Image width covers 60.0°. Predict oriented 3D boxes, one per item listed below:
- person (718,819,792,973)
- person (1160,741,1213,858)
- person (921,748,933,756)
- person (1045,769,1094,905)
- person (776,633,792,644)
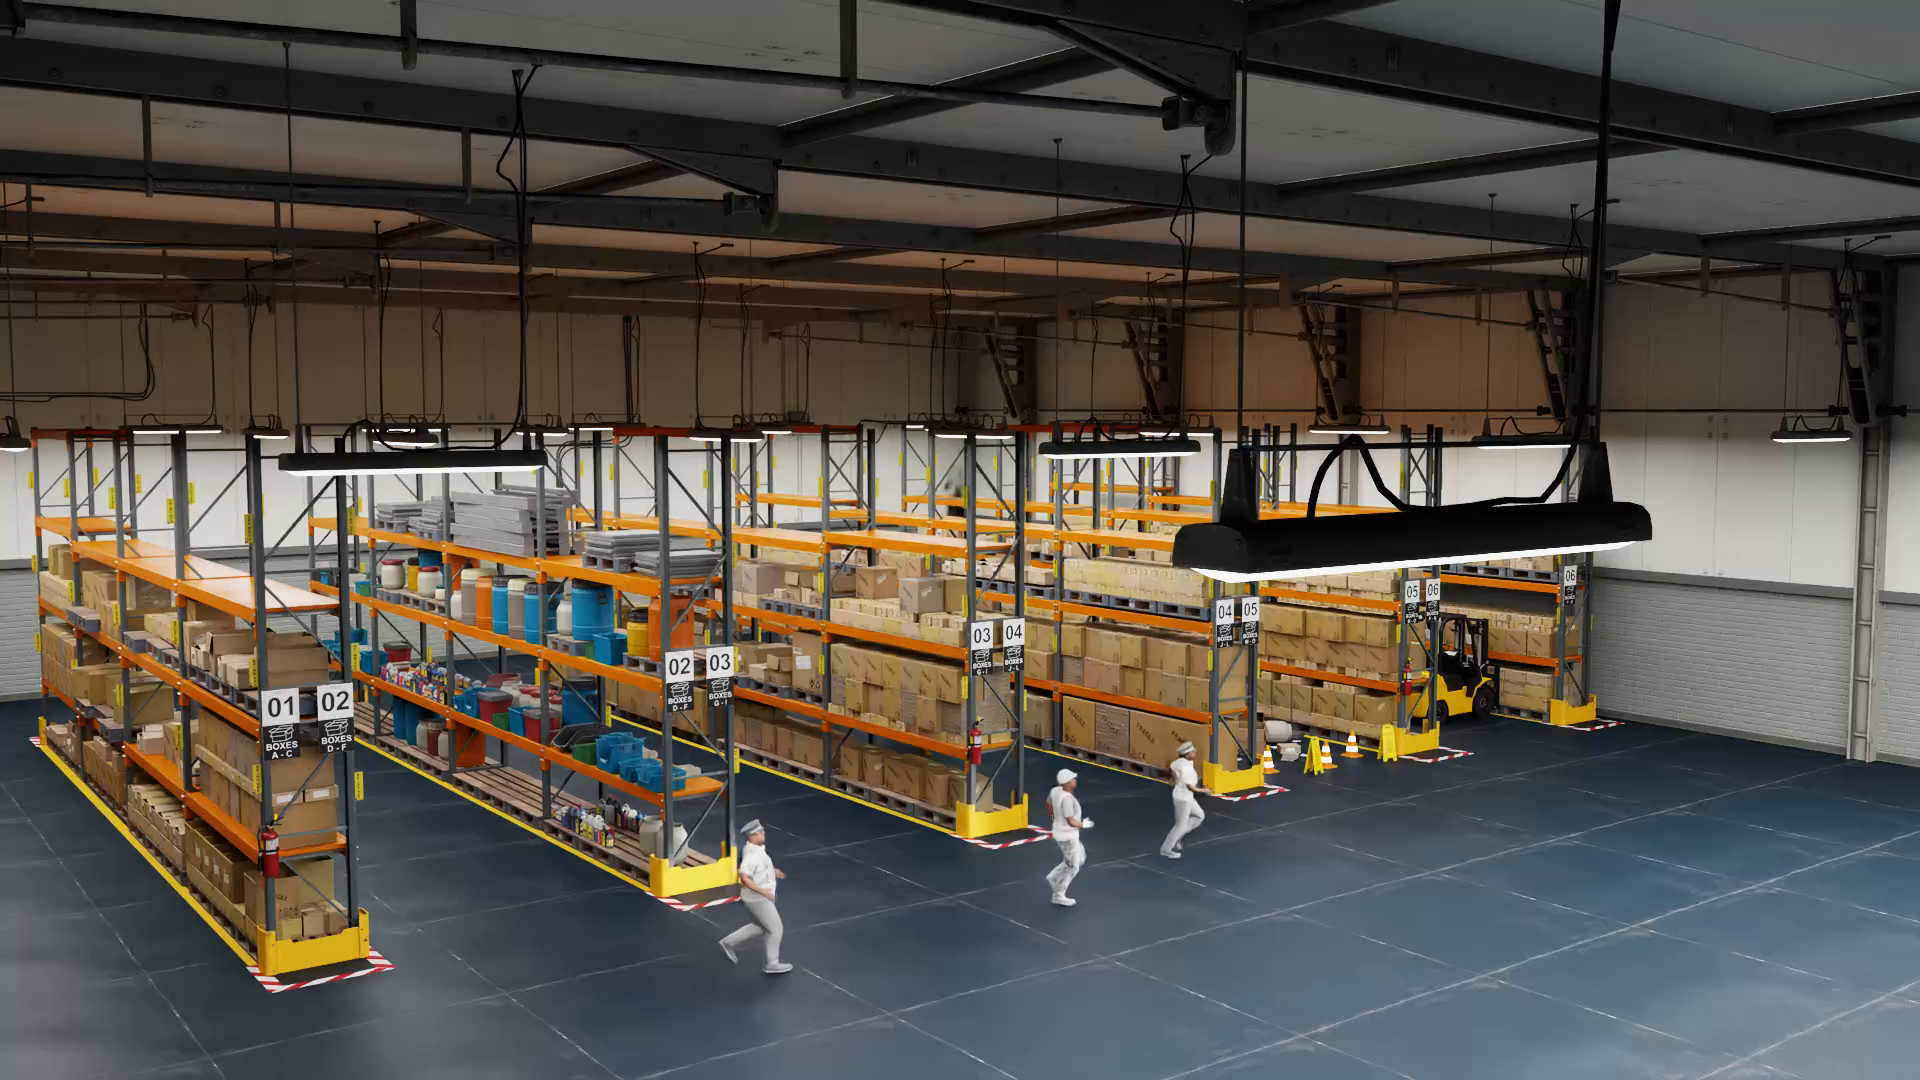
[{"bbox_3d":[-2.289,3.992,18.656,0.802,1.741,0.675,-1,5,-10],"label":"person"},{"bbox_3d":[3.199,3.649,23.533,0.738,1.655,0.603,0,4,4],"label":"person"},{"bbox_3d":[-0.838,3.042,30.818,0.627,1.778,1.136,-4,6,-42],"label":"person"},{"bbox_3d":[1.405,3.783,21.259,0.572,1.745,0.739,-1,5,-9],"label":"person"},{"bbox_3d":[-4.355,2.062,41.877,0.812,1.588,0.636,1,5,16],"label":"person"}]
